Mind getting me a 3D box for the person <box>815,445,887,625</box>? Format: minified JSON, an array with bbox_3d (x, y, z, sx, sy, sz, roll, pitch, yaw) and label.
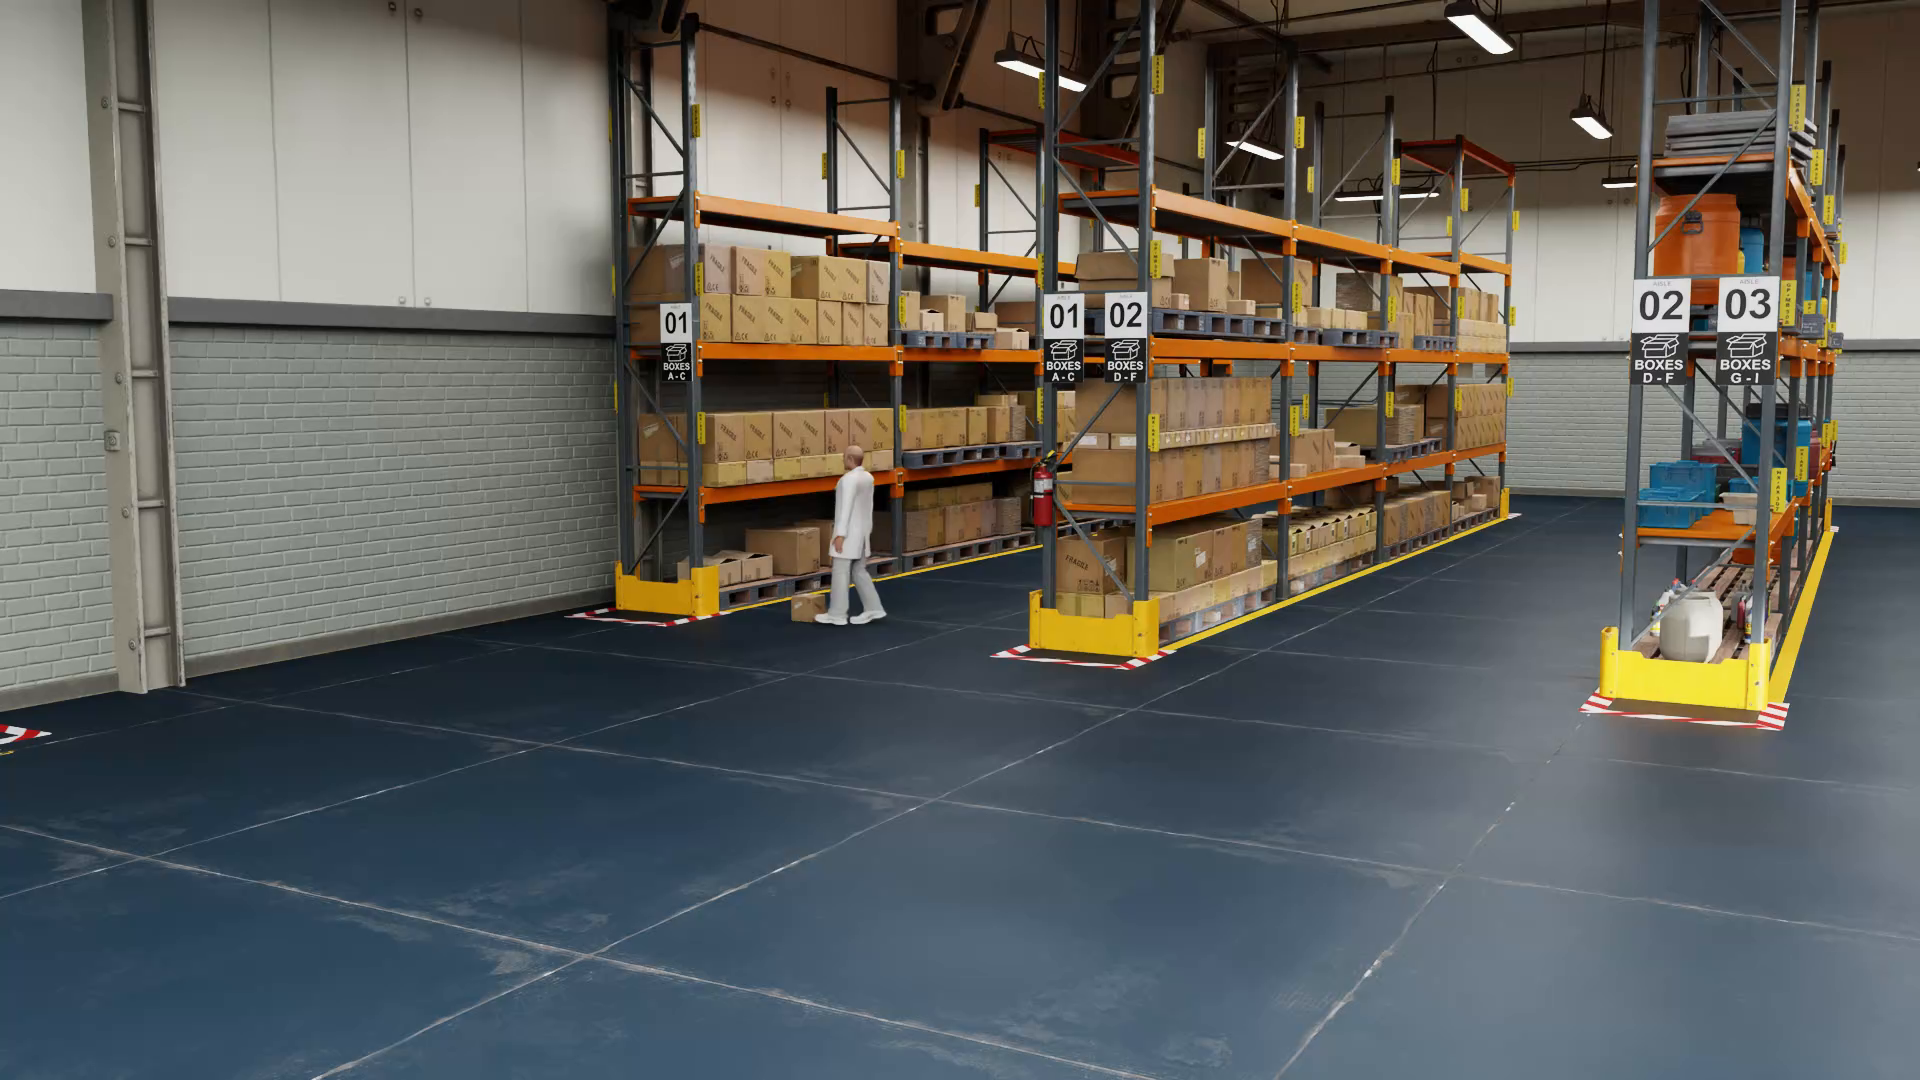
[{"bbox_3d":[-1.122,-0.045,16.524,0.633,1.795,0.618,2,6,22],"label":"person"}]
